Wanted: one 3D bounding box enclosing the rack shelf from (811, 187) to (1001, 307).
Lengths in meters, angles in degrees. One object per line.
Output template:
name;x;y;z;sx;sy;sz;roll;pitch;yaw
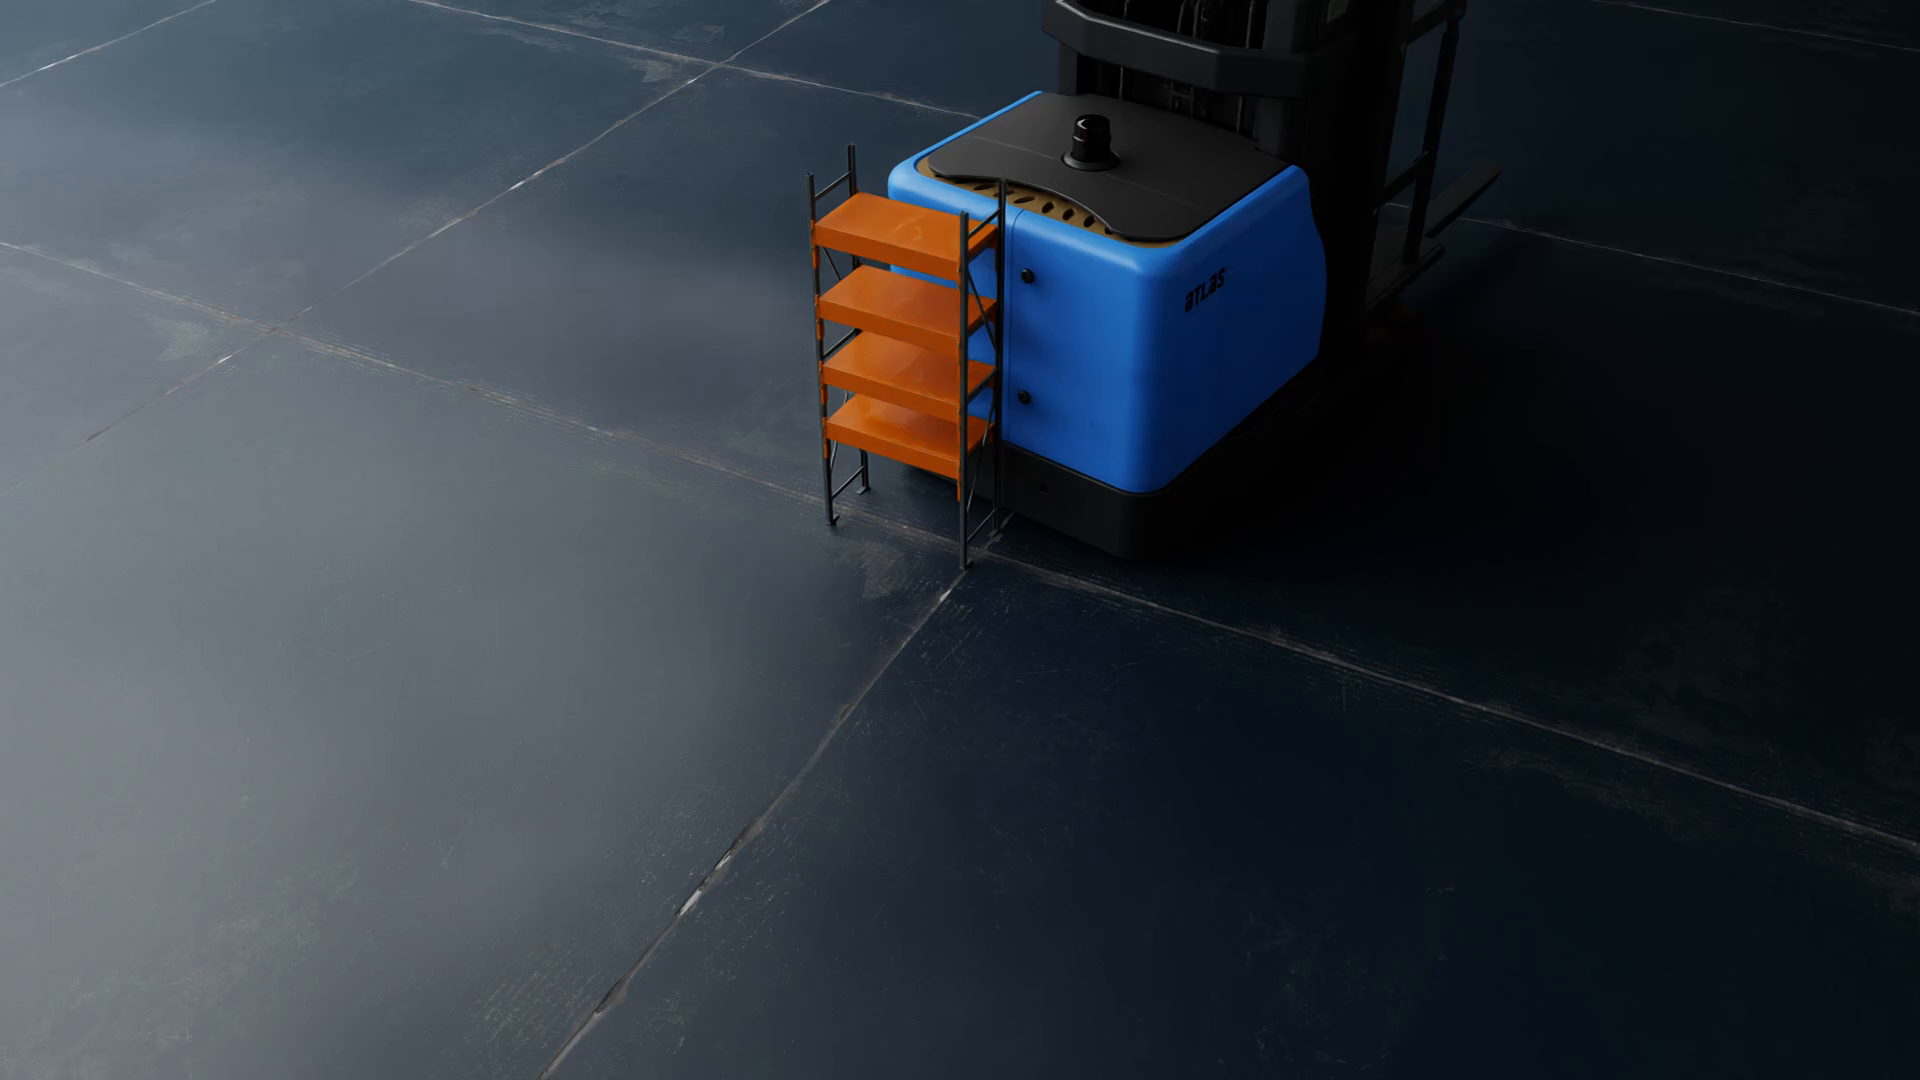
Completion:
rack shelf;-0.150;-0.834;4.706;0.480;0.148;0.258;18;41;23

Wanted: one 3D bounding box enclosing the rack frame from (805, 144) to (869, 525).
rack frame;-0.364;-0.592;5.037;0.015;1.200;0.240;18;41;23

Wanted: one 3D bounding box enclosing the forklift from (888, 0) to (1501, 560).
forklift;1.065;-1.941;5.382;1.130;2.935;3.031;25;44;29

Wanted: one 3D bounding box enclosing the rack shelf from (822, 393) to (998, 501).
rack shelf;-0.150;-0.309;5.104;0.480;0.148;0.258;18;41;23

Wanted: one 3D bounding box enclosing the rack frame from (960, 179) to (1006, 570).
rack frame;0.064;-0.450;4.850;0.015;1.200;0.240;18;41;23

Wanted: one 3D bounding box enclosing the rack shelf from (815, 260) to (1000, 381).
rack shelf;-0.150;-0.645;4.849;0.480;0.148;0.258;18;41;23

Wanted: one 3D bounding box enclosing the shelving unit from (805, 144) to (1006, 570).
shelving unit;-0.150;-0.521;4.944;0.503;1.200;0.258;18;41;23

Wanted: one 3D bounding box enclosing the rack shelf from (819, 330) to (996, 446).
rack shelf;-0.150;-0.467;4.984;0.480;0.148;0.258;18;41;23
